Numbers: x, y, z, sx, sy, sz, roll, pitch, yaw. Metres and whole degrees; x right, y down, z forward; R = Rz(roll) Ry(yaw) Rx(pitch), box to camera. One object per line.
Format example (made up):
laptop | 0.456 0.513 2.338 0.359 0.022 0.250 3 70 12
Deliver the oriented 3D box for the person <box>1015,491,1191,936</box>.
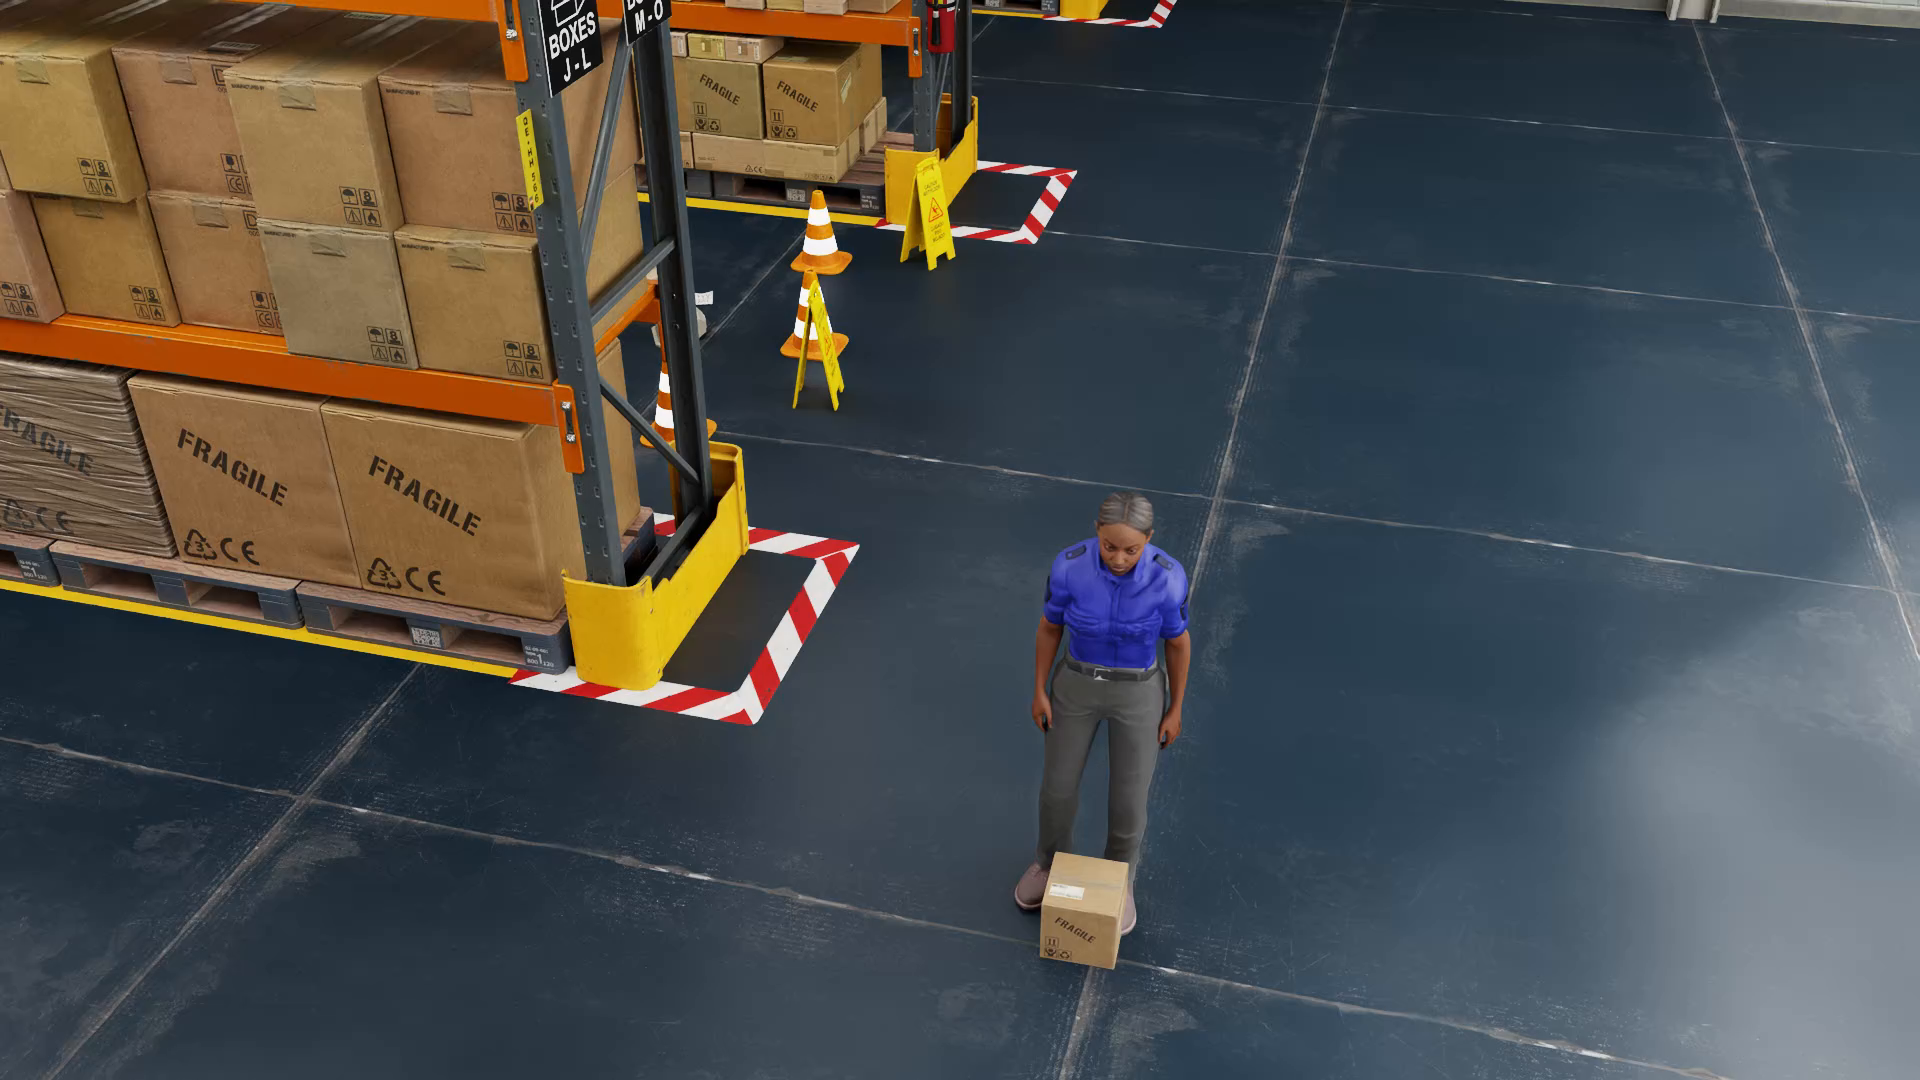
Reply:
person | 0.458 0.532 5.326 0.518 1.653 0.402 7 34 10
